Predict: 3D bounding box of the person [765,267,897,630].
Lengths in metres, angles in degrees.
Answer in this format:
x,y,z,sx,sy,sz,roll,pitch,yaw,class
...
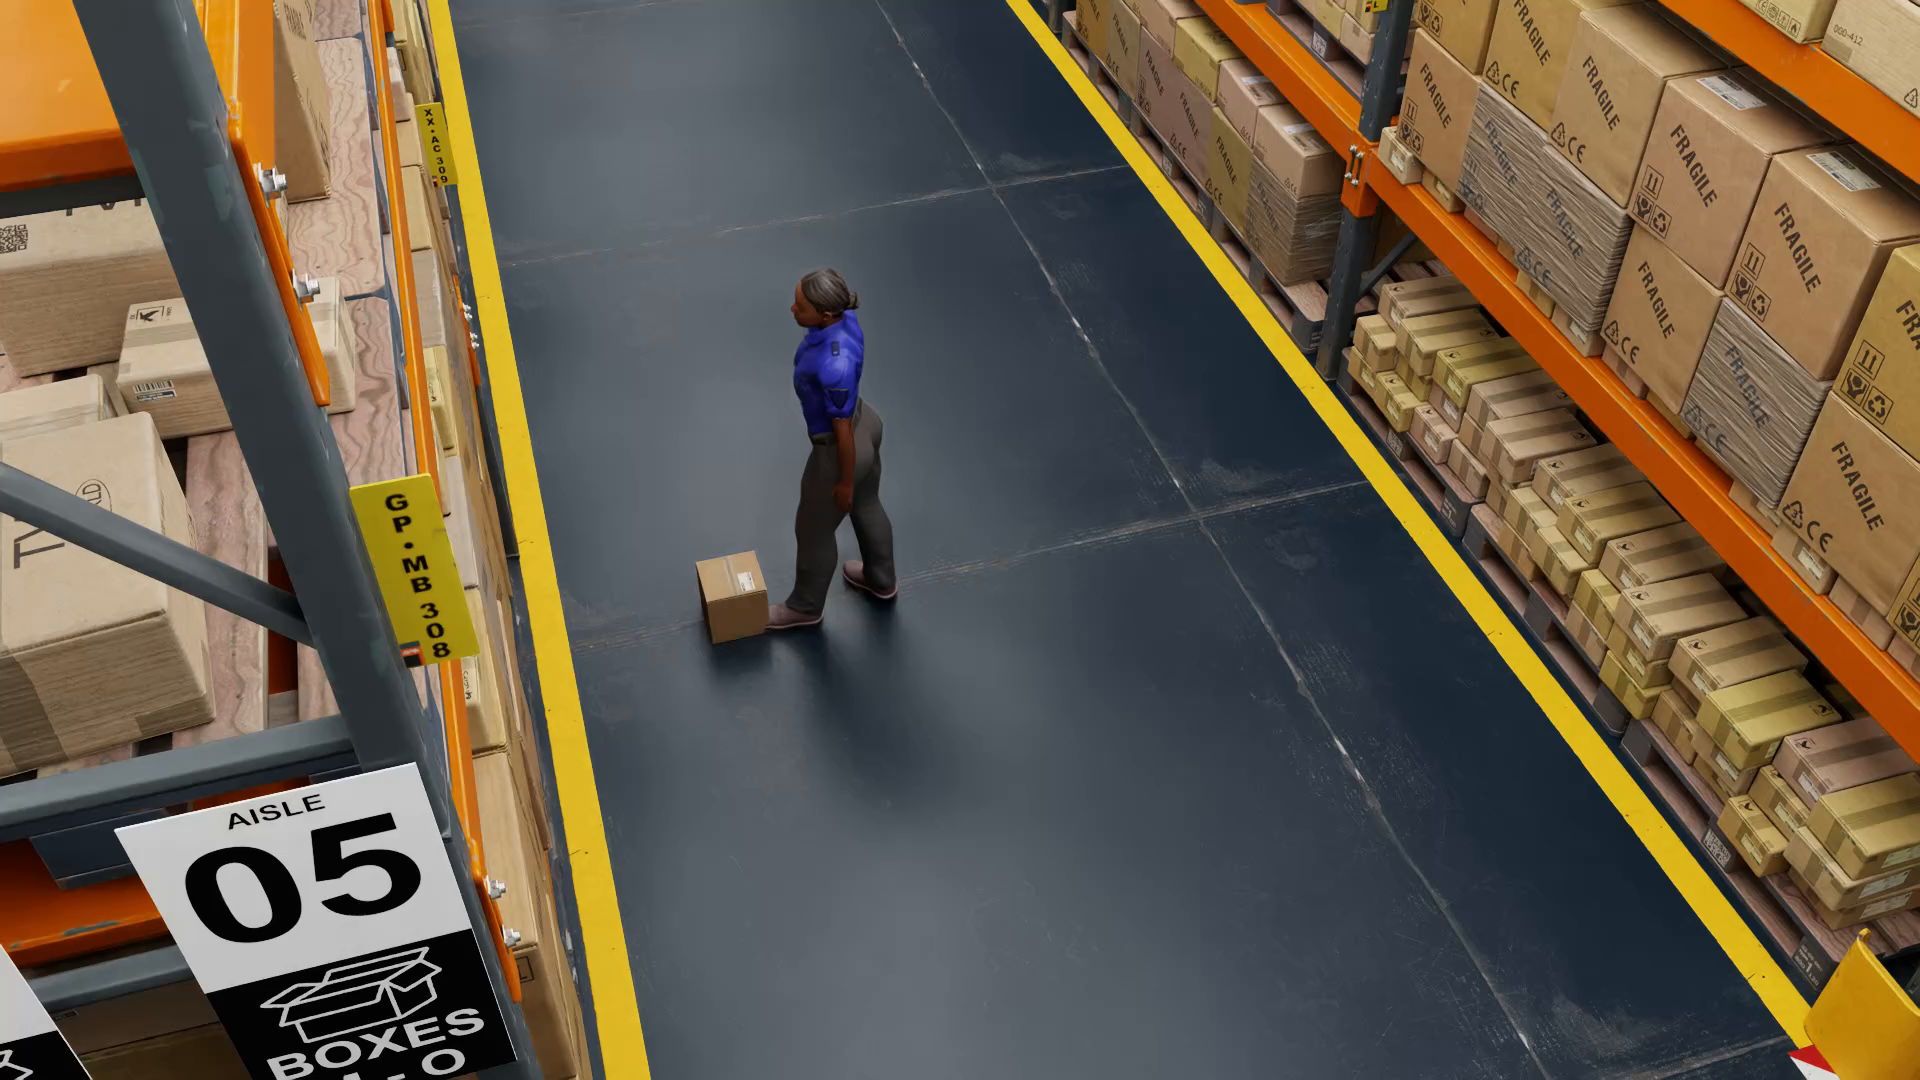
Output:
x,y,z,sx,sy,sz,roll,pitch,yaw,class
-0.559,-0.374,6.560,0.582,1.649,0.501,4,43,5,person
